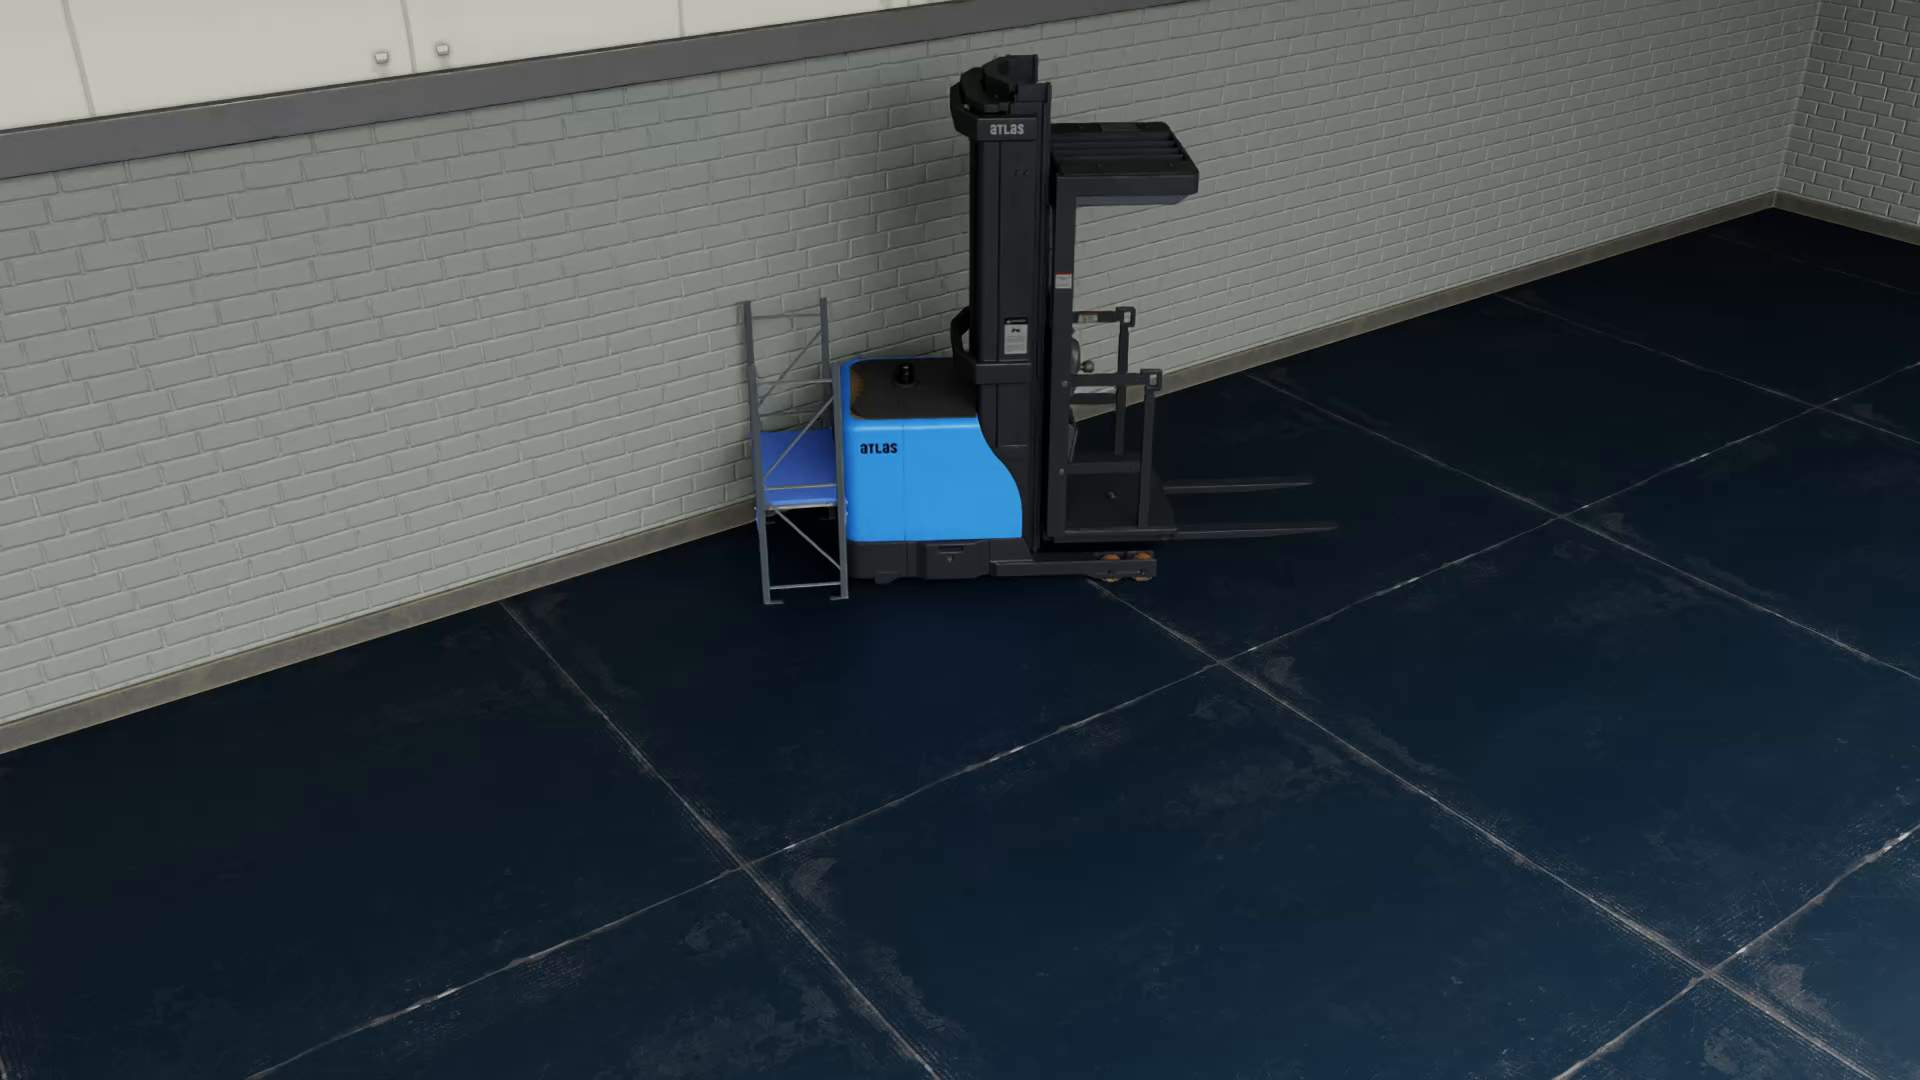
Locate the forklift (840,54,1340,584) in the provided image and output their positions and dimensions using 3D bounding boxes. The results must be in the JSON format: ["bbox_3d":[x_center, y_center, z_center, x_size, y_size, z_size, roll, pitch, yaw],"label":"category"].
[{"bbox_3d":[0.788,-1.285,9.772,3.031,2.935,1.130,-2,29,-3],"label":"forklift"}]

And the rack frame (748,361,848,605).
[{"bbox_3d":[-0.909,-0.301,9.460,0.500,1.500,0.032,-4,29,-7],"label":"rack frame"}]

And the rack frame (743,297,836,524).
[{"bbox_3d":[-1.050,-0.782,10.345,0.500,1.500,0.032,-4,29,-7],"label":"rack frame"}]

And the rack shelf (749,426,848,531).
[{"bbox_3d":[-0.980,-0.384,9.988,0.538,0.185,1.000,-4,29,-7],"label":"rack shelf"}]

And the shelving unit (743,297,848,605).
[{"bbox_3d":[-0.980,-0.542,9.902,0.538,1.500,1.048,-4,29,-7],"label":"shelving unit"}]
